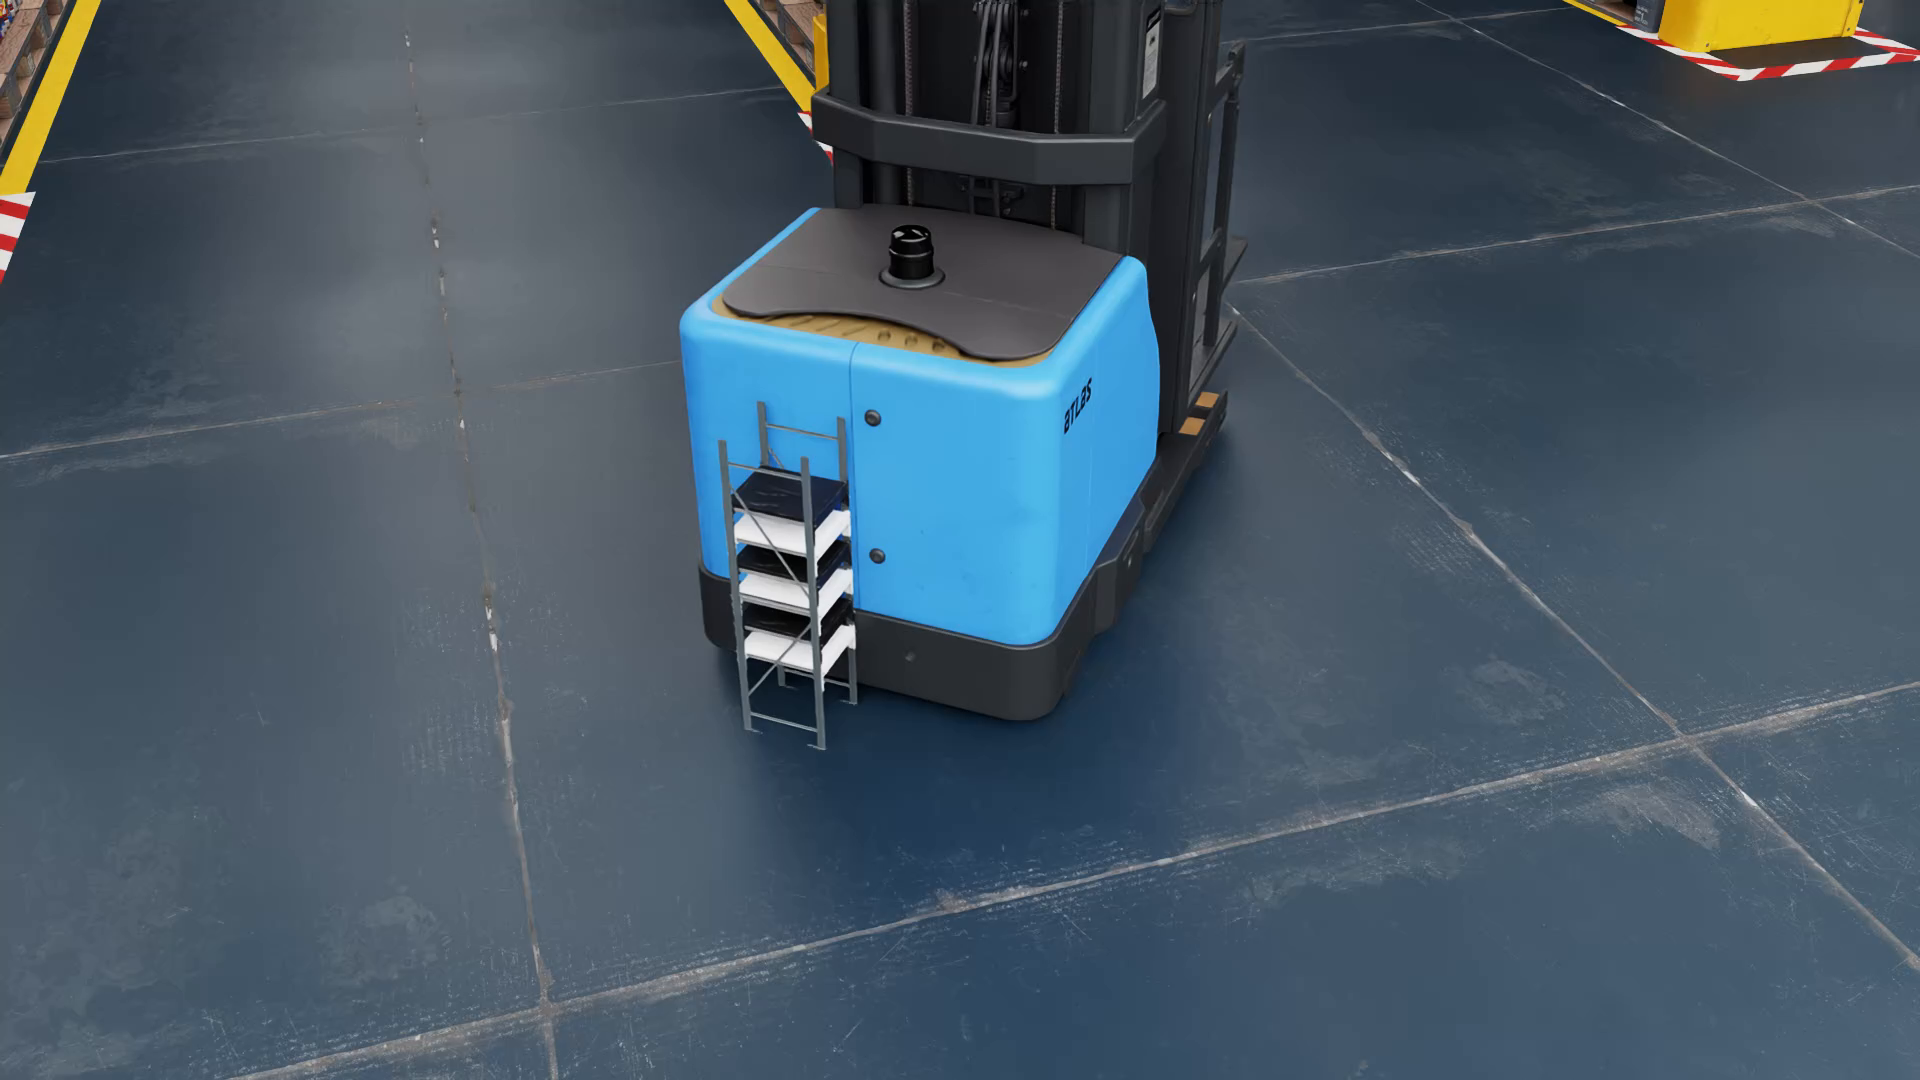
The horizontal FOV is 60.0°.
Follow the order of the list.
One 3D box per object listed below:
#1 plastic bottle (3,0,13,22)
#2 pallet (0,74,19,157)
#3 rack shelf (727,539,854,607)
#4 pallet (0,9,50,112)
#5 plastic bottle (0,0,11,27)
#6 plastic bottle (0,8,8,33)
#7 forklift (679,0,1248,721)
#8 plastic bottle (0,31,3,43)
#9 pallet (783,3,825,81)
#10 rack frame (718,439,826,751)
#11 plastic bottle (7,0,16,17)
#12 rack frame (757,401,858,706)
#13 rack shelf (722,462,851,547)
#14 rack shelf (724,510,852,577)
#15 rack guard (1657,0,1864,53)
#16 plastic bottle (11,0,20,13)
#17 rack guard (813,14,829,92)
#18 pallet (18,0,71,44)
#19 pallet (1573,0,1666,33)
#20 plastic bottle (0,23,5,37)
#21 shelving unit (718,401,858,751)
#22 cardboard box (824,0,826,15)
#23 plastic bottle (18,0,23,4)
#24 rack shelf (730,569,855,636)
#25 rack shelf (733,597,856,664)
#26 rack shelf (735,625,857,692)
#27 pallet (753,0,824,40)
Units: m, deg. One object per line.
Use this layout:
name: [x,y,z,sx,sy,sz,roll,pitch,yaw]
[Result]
plastic bottle: [-5.286,-2.981,9.117,0.097,0.271,0.097,0,33,0]
pallet: [-5.144,-1.889,7.917,1.003,0.211,1.213,-10,35,-15]
rack shelf: [-0.431,0.059,4.242,0.258,0.077,0.200,12,35,18]
pallet: [-5.512,-2.528,8.885,1.003,0.211,1.213,-10,35,-15]
plastic bottle: [-5.255,-2.898,9.054,0.097,0.201,0.097,0,33,0]
plastic bottle: [-5.225,-2.875,8.956,0.097,0.271,0.097,0,33,0]
forklift: [0.286,-1.549,4.935,1.130,2.935,3.031,12,35,18]
plastic bottle: [-5.141,-2.769,8.785,0.061,0.283,0.133,-9,35,-14]
pallet: [-0.354,-2.735,9.197,1.003,0.211,1.213,-10,35,-15]
rack frame: [-0.468,0.158,4.194,0.240,0.900,0.006,12,35,18]
plastic bottle: [-5.317,-3.006,9.217,0.097,0.201,0.097,0,33,0]
rack frame: [-0.393,0.054,4.352,0.240,0.900,0.006,12,35,18]
rack shelf: [-0.431,-0.091,4.143,0.258,0.077,0.200,12,35,18]
rack shelf: [-0.431,-0.016,4.192,0.258,0.077,0.200,12,35,18]
rack guard: [4.645,-3.151,9.566,1.175,0.500,0.348,-10,35,-15]
plastic bottle: [-5.380,-3.094,9.283,0.152,0.276,0.135,-9,35,-14]
rack guard: [-0.139,-2.423,8.463,1.175,0.500,0.348,-10,35,-15]
pallet: [-5.888,-3.170,9.856,1.003,0.211,1.213,-10,35,-15]
pallet: [4.320,-3.450,10.280,1.003,0.211,1.213,-10,35,-15]
plastic bottle: [-5.194,-2.822,8.876,0.097,0.271,0.097,0,33,0]
shelving unit: [-0.431,0.106,4.273,0.258,0.900,0.210,12,35,18]
cardboard box: [-0.506,-3.197,9.254,0.500,0.500,0.500,-1,33,-2]
plastic bottle: [-5.425,-3.211,9.393,0.144,0.351,0.185,-10,35,-15]
rack shelf: [-0.431,0.134,4.291,0.258,0.077,0.200,12,35,18]
rack shelf: [-0.431,0.209,4.341,0.258,0.077,0.200,12,35,18]
rack shelf: [-0.431,0.284,4.391,0.258,0.077,0.200,12,35,18]
pallet: [-0.722,-3.374,10.165,1.003,0.211,1.213,-10,35,-15]
